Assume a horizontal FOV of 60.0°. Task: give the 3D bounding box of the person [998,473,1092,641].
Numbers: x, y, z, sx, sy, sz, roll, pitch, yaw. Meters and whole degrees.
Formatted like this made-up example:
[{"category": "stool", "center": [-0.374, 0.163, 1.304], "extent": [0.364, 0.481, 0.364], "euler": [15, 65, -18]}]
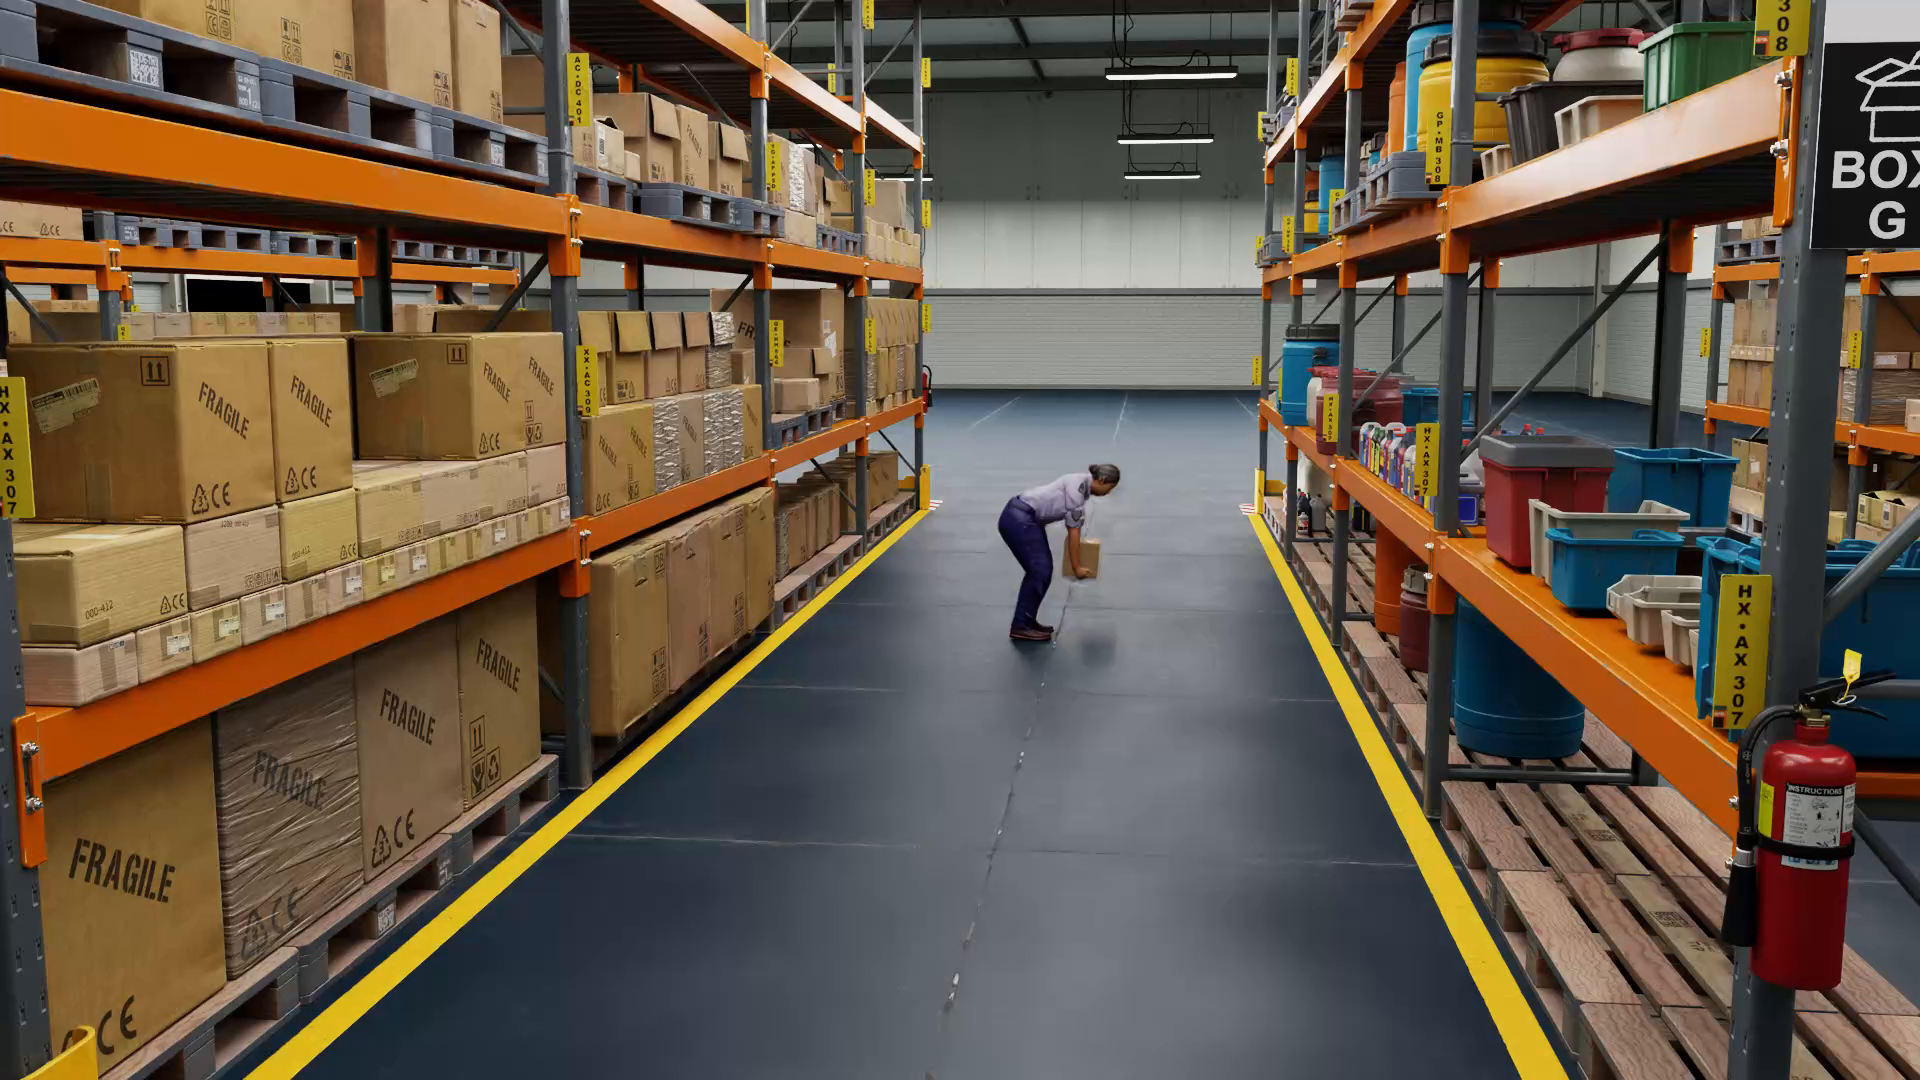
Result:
[{"category": "person", "center": [0.605, 0.109, 11.826], "extent": [0.660, 1.179, 0.459], "euler": [1, 8, 5]}]
